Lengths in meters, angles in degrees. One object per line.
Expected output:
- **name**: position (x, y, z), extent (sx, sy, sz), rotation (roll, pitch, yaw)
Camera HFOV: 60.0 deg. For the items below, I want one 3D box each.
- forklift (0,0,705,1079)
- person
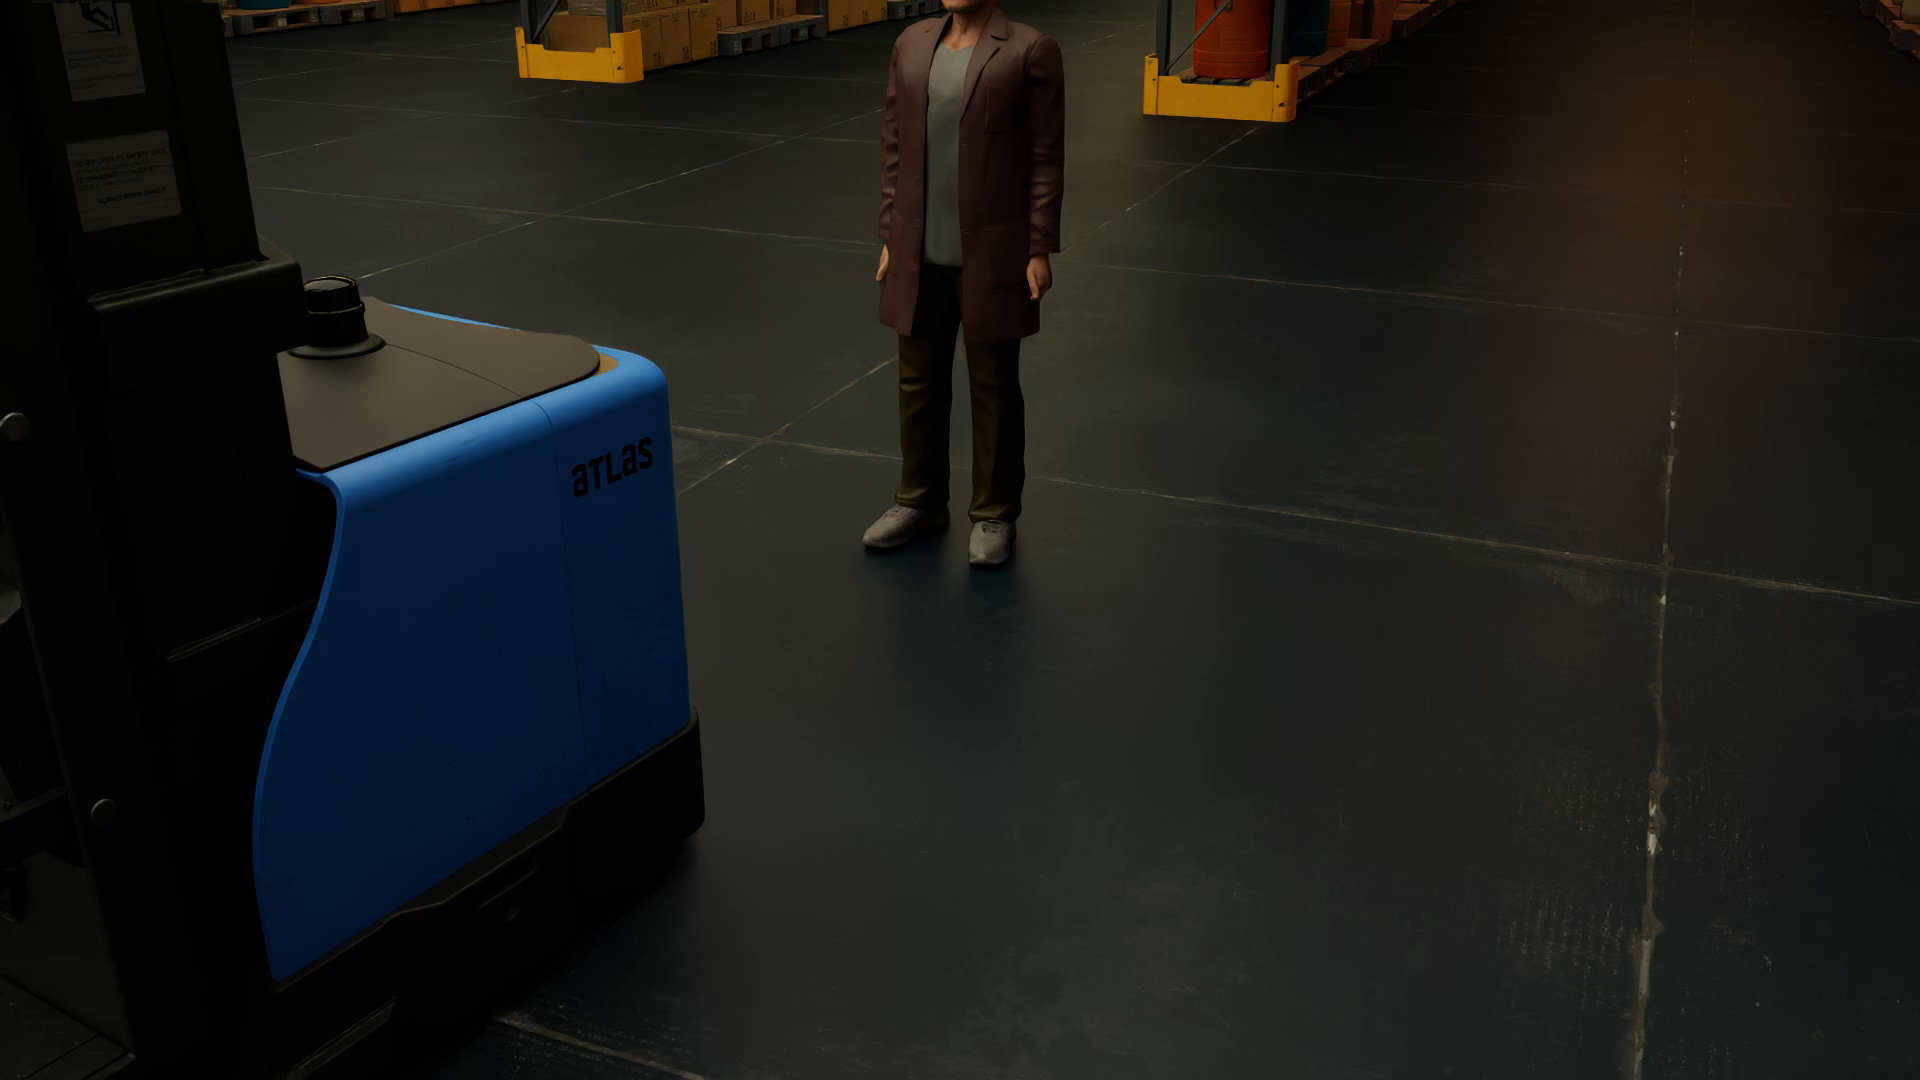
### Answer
- **forklift**: position (-1.746, -0.324, 2.068), extent (1.130, 2.935, 3.031), rotation (14, 26, 29)
- **person**: position (0.003, -0.813, 4.729), extent (0.551, 1.782, 0.390), rotation (9, 24, 21)
